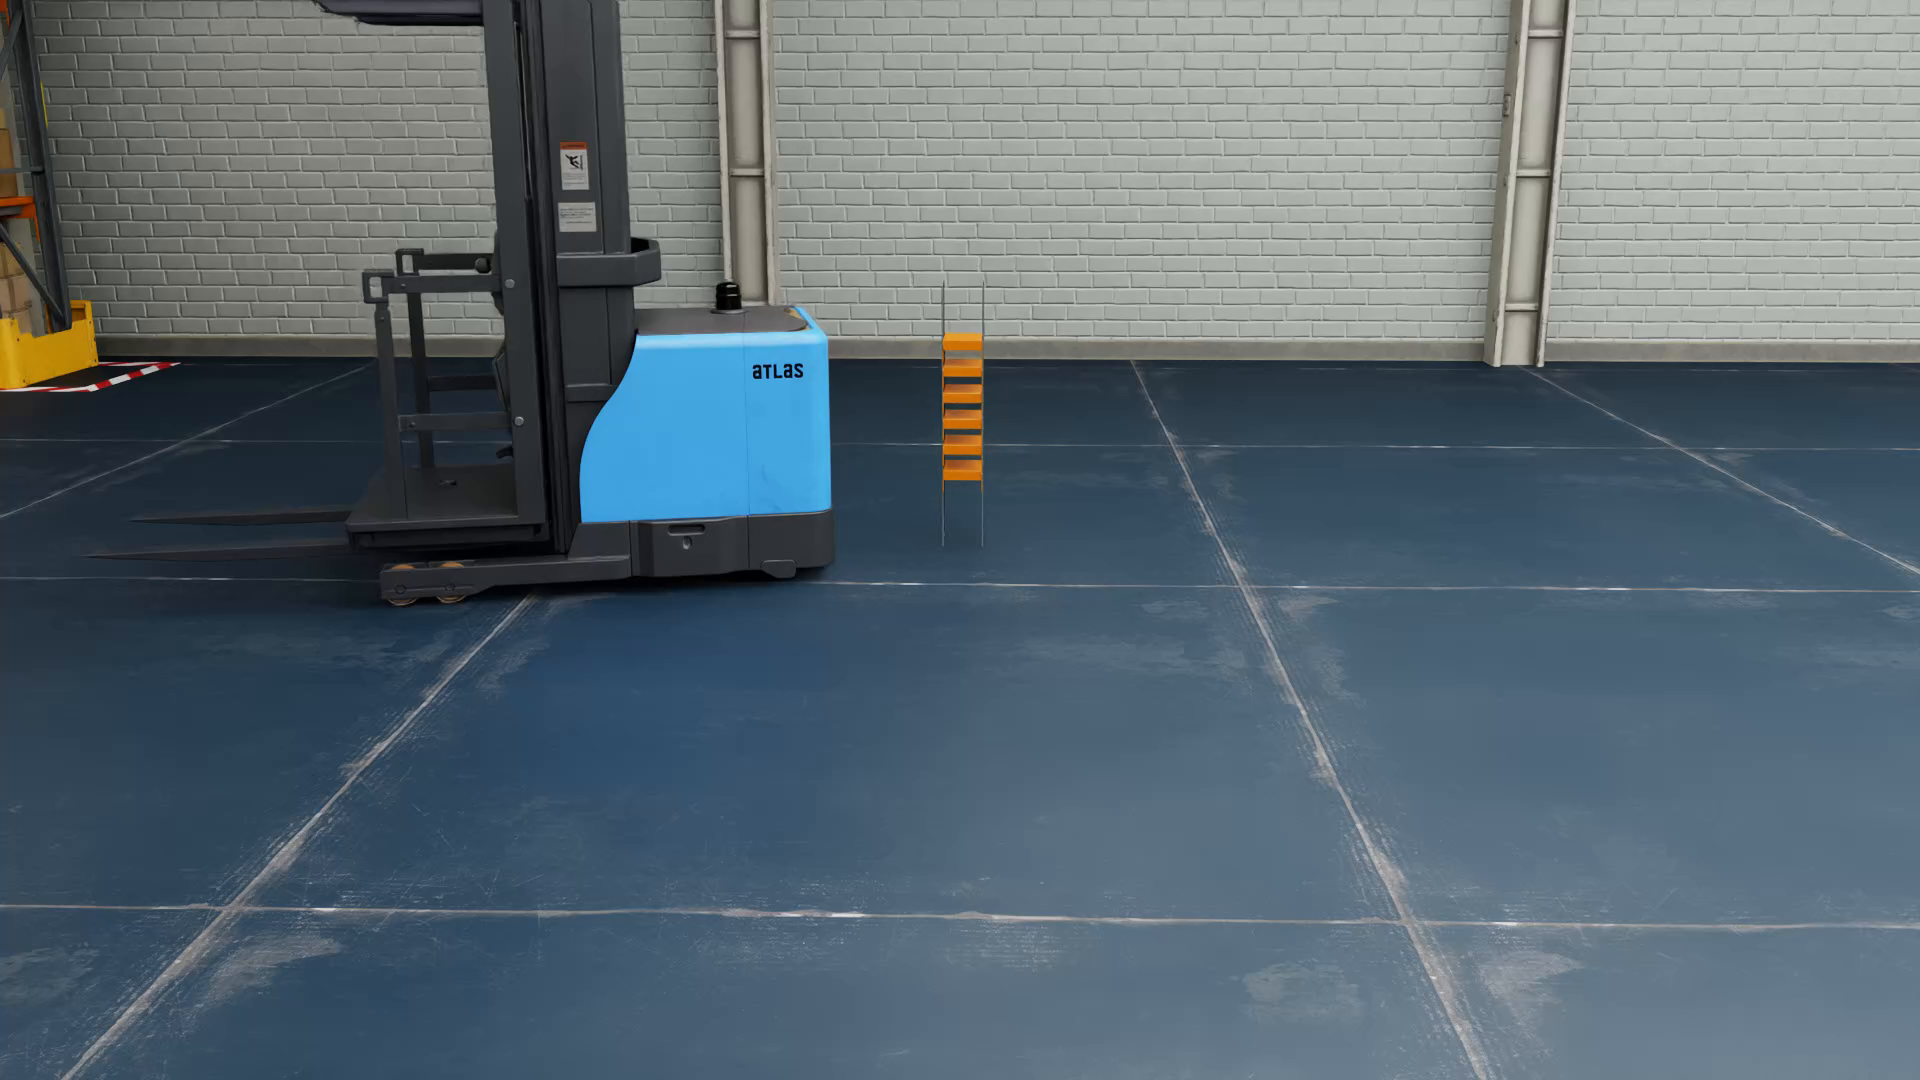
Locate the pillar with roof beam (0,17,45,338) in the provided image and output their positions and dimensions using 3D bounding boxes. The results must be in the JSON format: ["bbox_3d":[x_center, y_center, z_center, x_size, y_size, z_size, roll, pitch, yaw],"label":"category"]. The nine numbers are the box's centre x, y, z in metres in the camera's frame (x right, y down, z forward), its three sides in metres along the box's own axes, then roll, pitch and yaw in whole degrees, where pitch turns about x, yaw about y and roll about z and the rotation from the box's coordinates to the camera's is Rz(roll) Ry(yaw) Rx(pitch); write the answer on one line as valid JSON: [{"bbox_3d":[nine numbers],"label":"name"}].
[{"bbox_3d":[-7.745,-4.724,8.105,0.400,9.000,9.100,0,15,1],"label":"pillar with roof beam"}]

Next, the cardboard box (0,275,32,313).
[{"bbox_3d":[-7.427,-1.858,12.589,0.500,0.250,0.500,1,15,2],"label":"cardboard box"}]

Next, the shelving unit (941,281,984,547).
[{"bbox_3d":[0.014,-0.580,7.687,0.189,1.200,0.258,0,15,1],"label":"shelving unit"}]

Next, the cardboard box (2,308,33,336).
[{"bbox_3d":[-7.448,-1.613,12.642,0.500,0.250,0.500,0,15,2],"label":"cardboard box"}]

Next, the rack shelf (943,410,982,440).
[{"bbox_3d":[0.014,-0.537,7.698,0.180,0.103,0.258,0,15,1],"label":"rack shelf"}]

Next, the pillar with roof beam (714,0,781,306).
[{"bbox_3d":[-1.747,-4.685,7.957,0.400,9.000,9.100,0,15,1],"label":"pillar with roof beam"}]

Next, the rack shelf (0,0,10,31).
[{"bbox_3d":[-8.961,-3.802,11.902,4.000,0.370,1.077,0,15,1],"label":"rack shelf"}]

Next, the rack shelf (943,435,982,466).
[{"bbox_3d":[0.014,-0.421,7.729,0.180,0.103,0.258,0,15,1],"label":"rack shelf"}]

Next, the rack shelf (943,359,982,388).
[{"bbox_3d":[0.014,-0.769,7.637,0.180,0.103,0.258,0,15,1],"label":"rack shelf"}]

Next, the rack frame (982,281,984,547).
[{"bbox_3d":[0.106,-0.579,7.684,0.006,1.200,0.240,0,15,1],"label":"rack frame"}]

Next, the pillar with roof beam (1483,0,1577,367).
[{"bbox_3d":[4.251,-4.646,7.809,0.400,9.000,9.100,0,15,1],"label":"pillar with roof beam"}]

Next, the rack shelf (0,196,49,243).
[{"bbox_3d":[-8.961,-2.352,12.285,4.000,0.370,1.077,0,15,1],"label":"rack shelf"}]

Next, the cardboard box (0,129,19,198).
[{"bbox_3d":[-7.450,-2.809,12.411,0.500,0.500,0.500,1,15,3],"label":"cardboard box"}]

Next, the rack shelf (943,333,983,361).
[{"bbox_3d":[0.014,-0.885,7.606,0.180,0.103,0.258,0,15,1],"label":"rack shelf"}]

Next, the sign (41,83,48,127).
[{"bbox_3d":[-6.942,-3.285,12.559,0.005,0.325,0.100,0,15,1],"label":"sign"}]

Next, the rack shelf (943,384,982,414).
[{"bbox_3d":[0.014,-0.653,7.667,0.180,0.103,0.258,0,15,1],"label":"rack shelf"}]

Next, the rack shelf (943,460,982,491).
[{"bbox_3d":[0.014,-0.305,7.759,0.180,0.103,0.258,0,15,1],"label":"rack shelf"}]

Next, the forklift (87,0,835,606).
[{"bbox_3d":[-2.110,-1.294,7.000,3.031,2.935,1.130,-3,15,-11],"label":"forklift"}]

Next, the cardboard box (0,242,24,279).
[{"bbox_3d":[-7.438,-2.095,12.508,0.500,0.250,0.500,0,15,1],"label":"cardboard box"}]

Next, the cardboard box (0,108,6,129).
[{"bbox_3d":[-7.295,-3.117,12.307,0.250,0.149,0.380,0,15,0],"label":"cardboard box"}]

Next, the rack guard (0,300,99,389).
[{"bbox_3d":[-6.938,-1.478,12.462,0.348,0.500,1.175,0,15,1],"label":"rack guard"}]

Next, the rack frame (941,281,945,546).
[{"bbox_3d":[-0.077,-0.581,7.689,0.006,1.200,0.240,0,15,1],"label":"rack frame"}]

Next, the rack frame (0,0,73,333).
[{"bbox_3d":[-6.962,-2.687,12.143,0.127,3.000,1.000,0,15,1],"label":"rack frame"}]
